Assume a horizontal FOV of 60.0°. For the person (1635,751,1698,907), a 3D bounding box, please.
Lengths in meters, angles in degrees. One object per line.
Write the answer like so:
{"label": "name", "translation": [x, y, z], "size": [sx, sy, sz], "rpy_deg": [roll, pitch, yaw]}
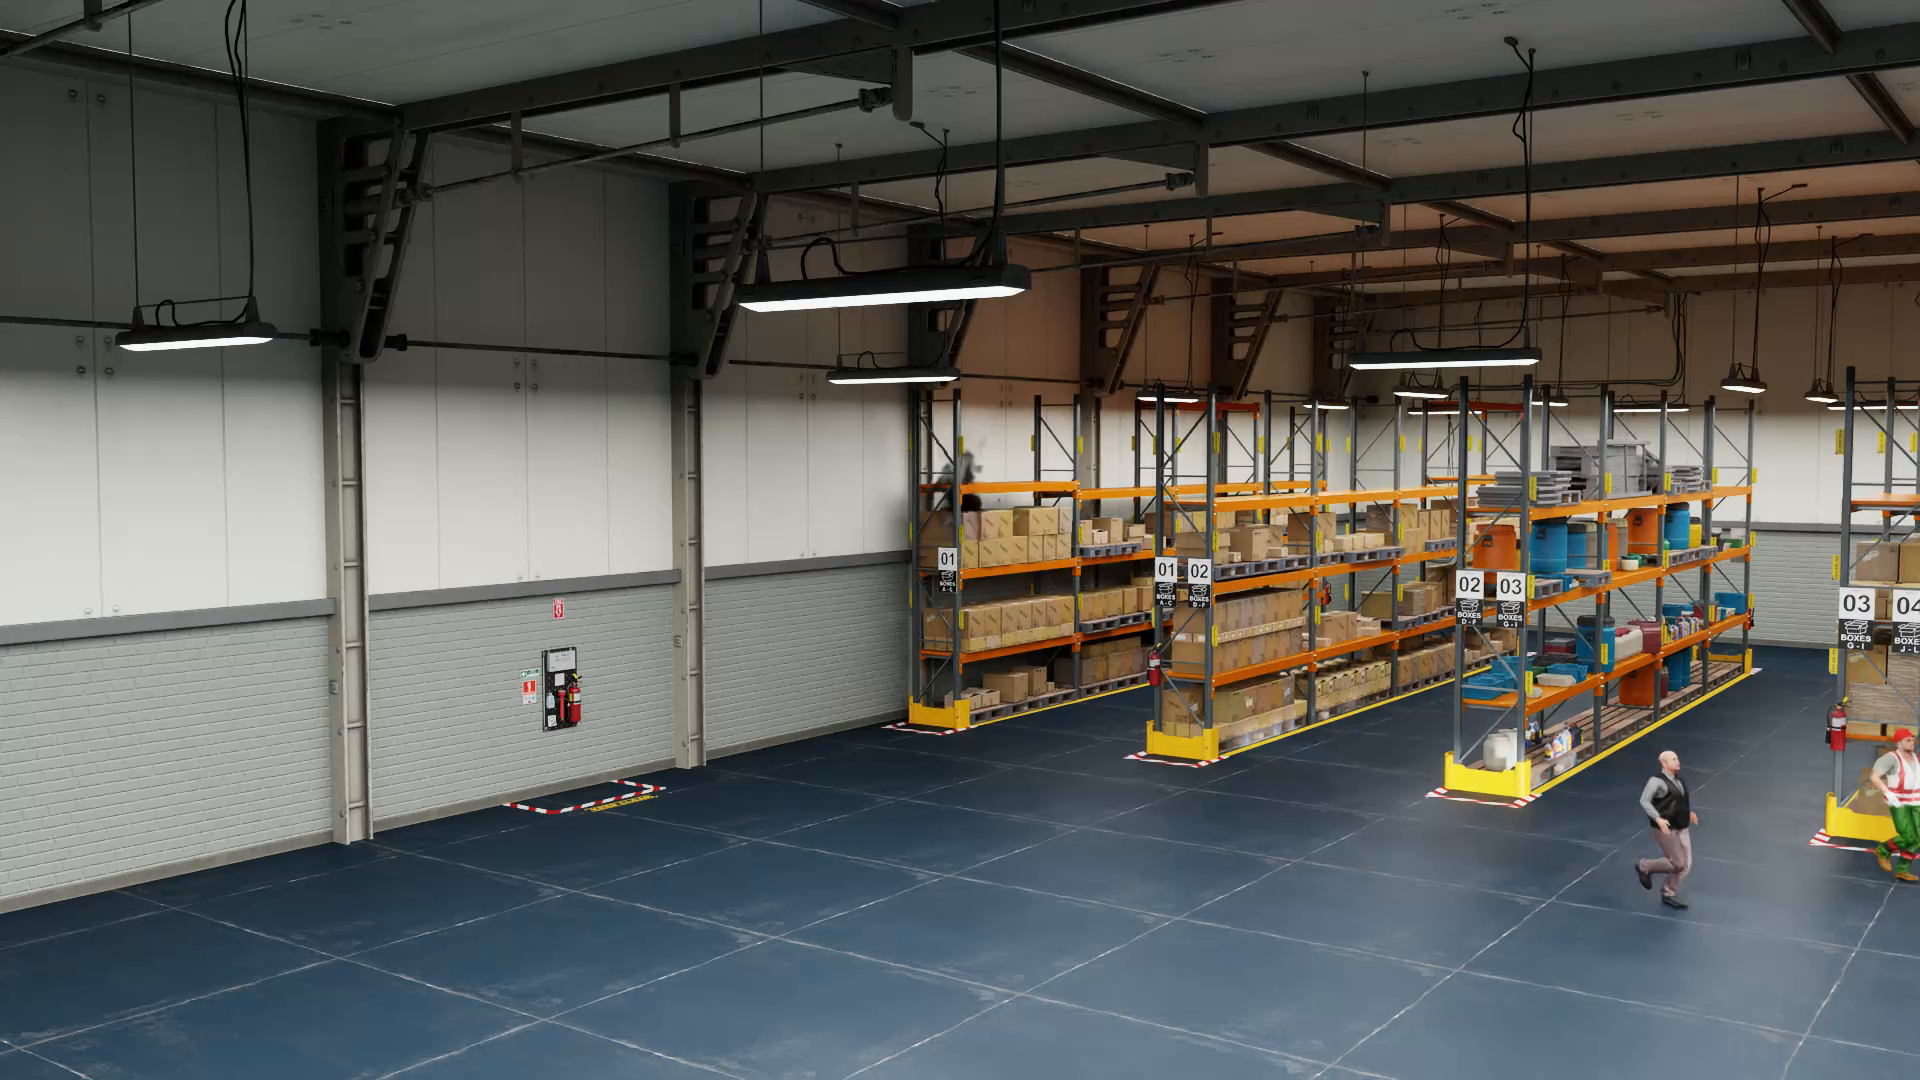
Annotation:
{"label": "person", "translation": [7.717, 3.136, 18.151], "size": [0.659, 1.677, 0.586], "rpy_deg": [-2, 4, -32]}

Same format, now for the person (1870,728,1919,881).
{"label": "person", "translation": [10.870, 3.040, 19.153], "size": [0.679, 1.747, 0.597], "rpy_deg": [-1, 3, -18]}
